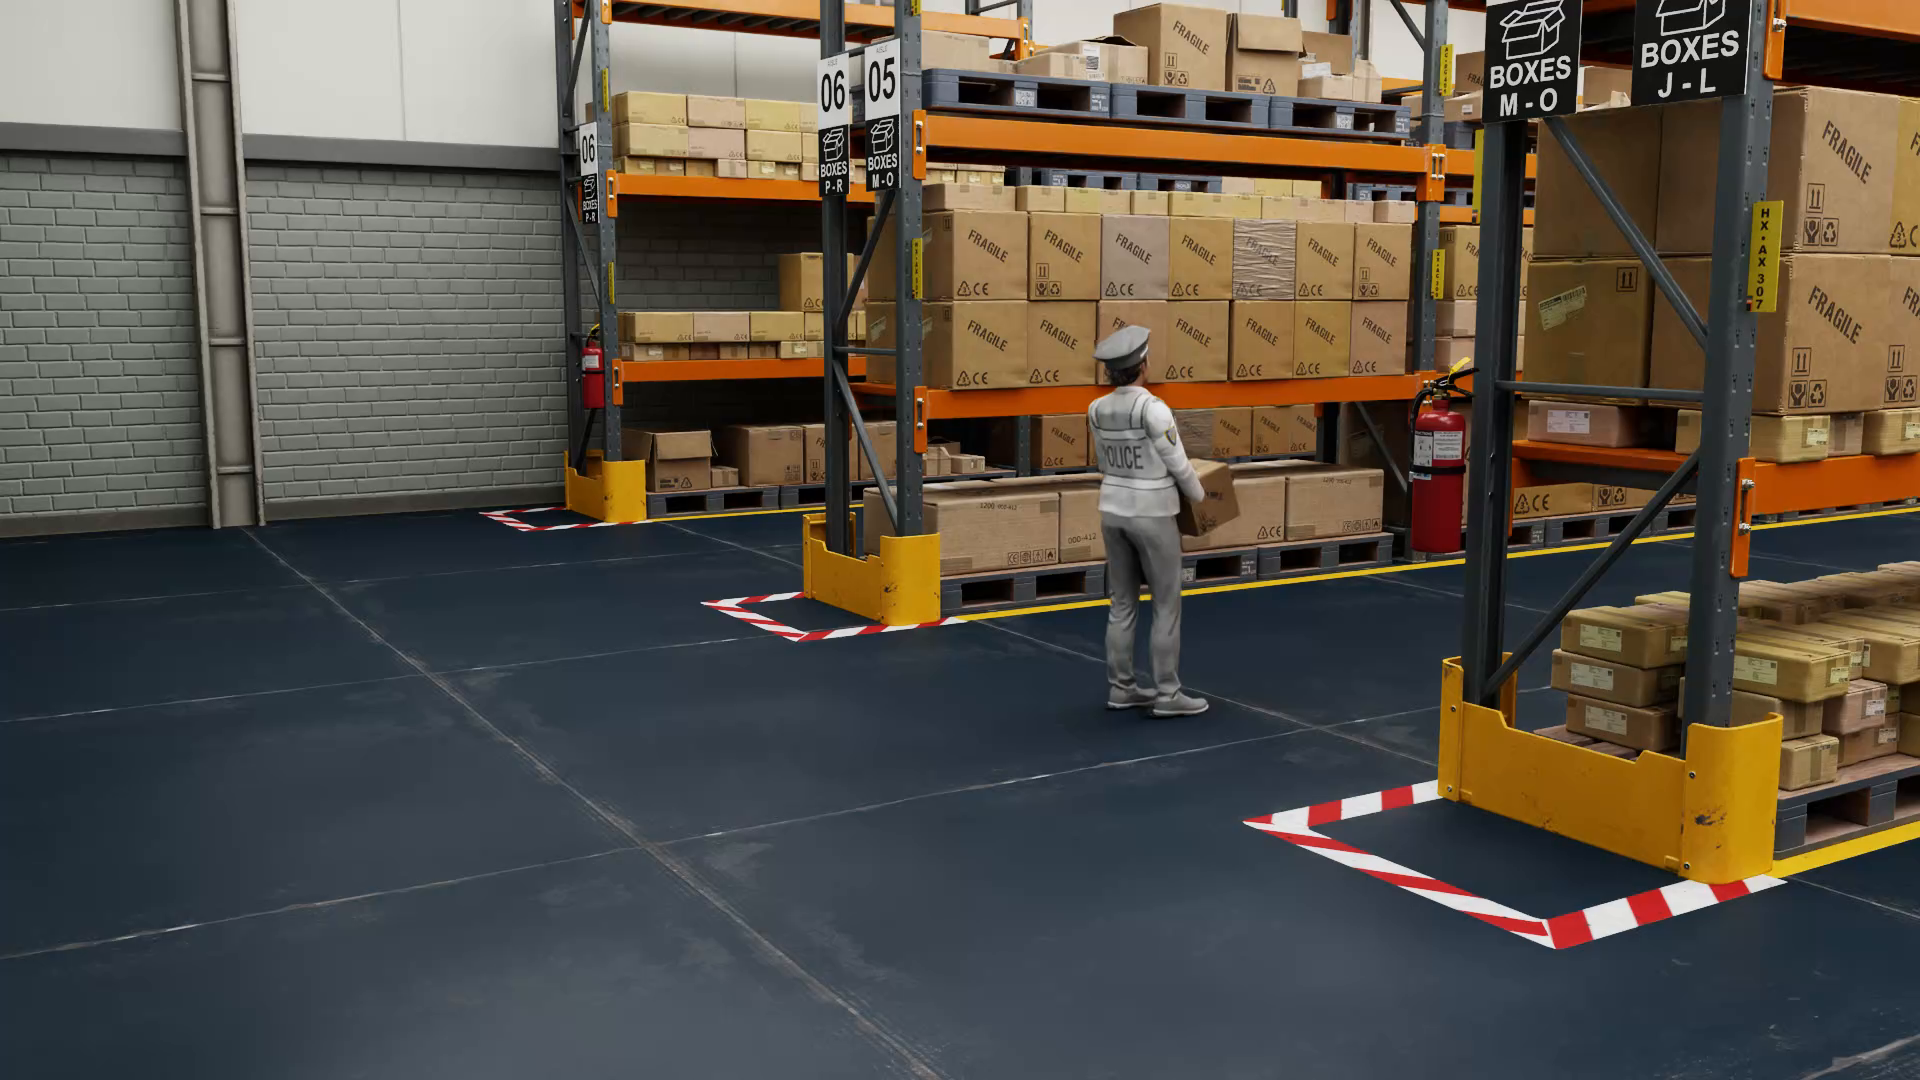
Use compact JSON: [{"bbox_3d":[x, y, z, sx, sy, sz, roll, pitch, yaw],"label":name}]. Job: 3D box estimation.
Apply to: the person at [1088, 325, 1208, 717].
[{"bbox_3d":[0.822,-0.087,7.297,0.543,1.700,0.494,-7,11,-42],"label":"person"}]
